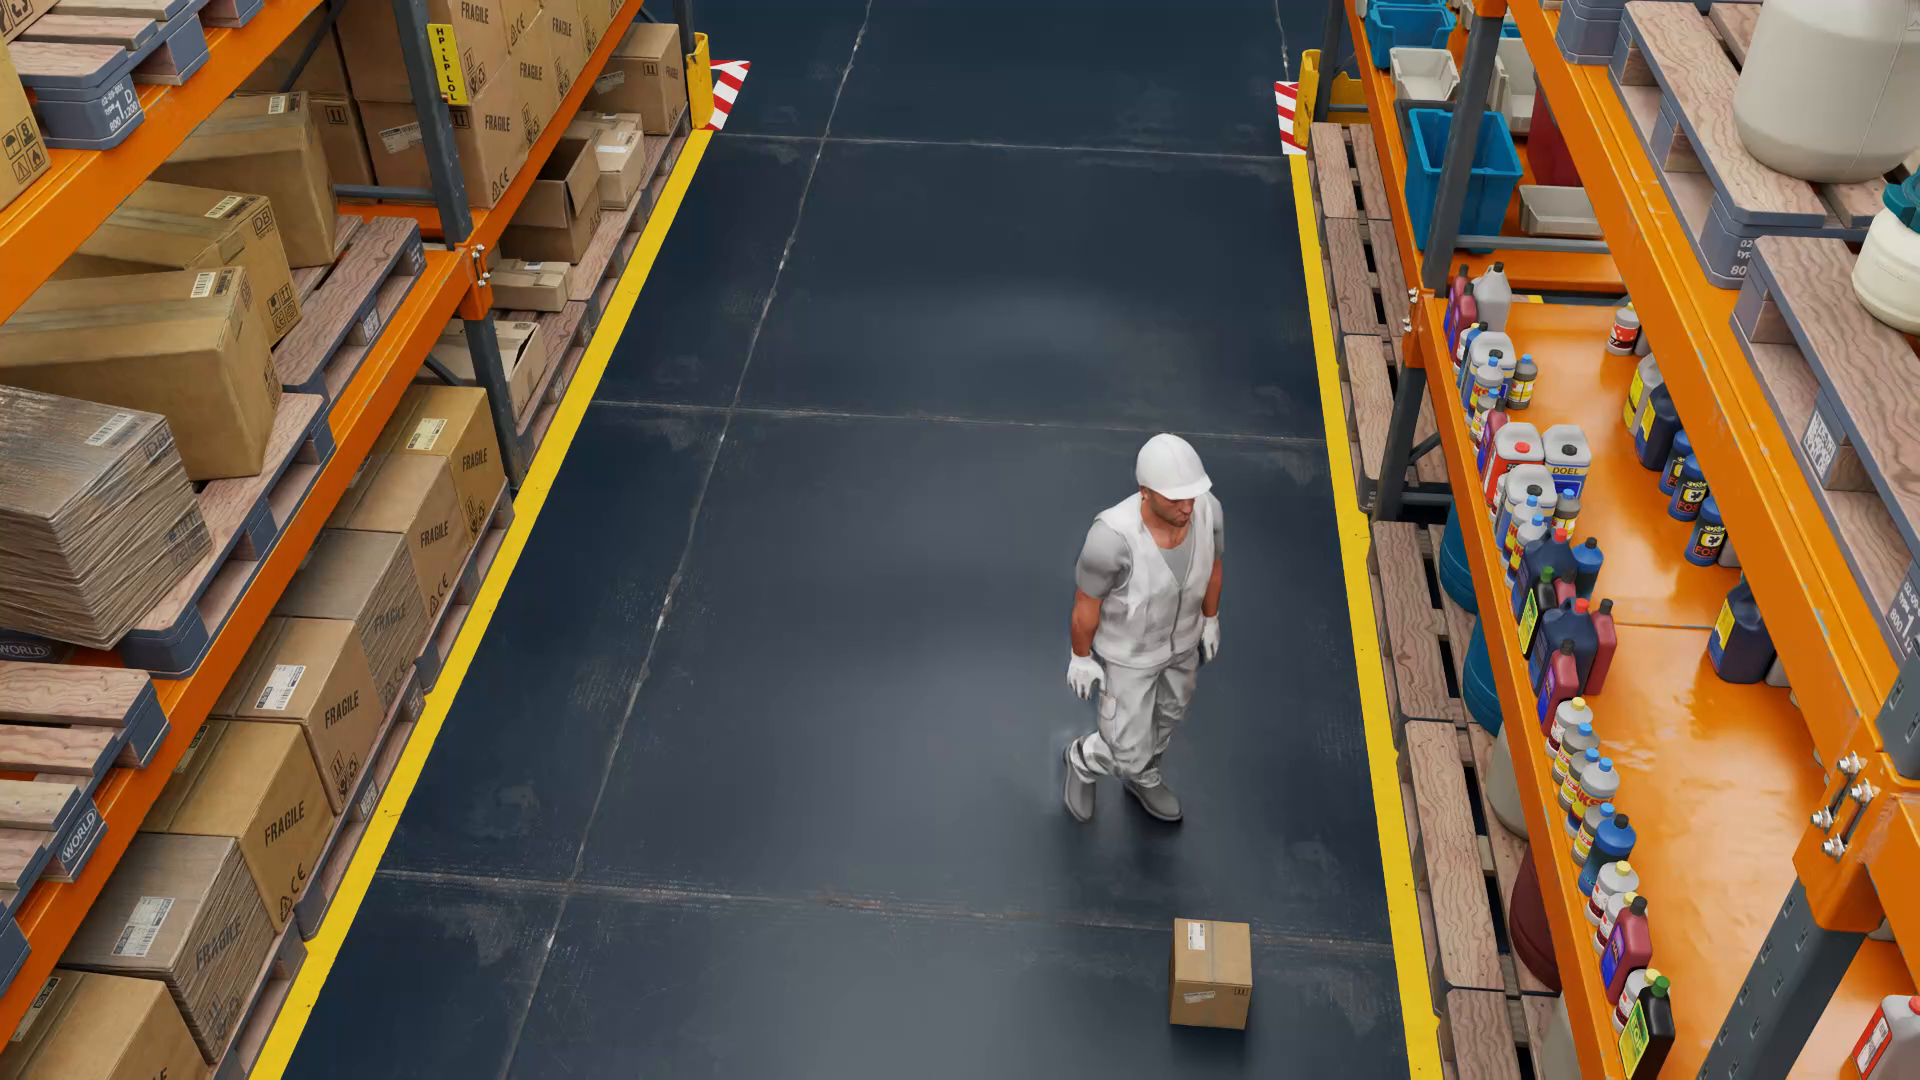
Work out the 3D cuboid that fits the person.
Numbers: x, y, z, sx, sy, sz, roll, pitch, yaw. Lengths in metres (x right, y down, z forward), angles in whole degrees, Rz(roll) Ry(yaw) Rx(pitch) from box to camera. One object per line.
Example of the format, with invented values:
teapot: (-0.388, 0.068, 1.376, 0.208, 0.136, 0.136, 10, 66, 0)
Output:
person: (0.626, 0.336, 5.710, 0.580, 1.779, 0.479, -23, 45, -25)
